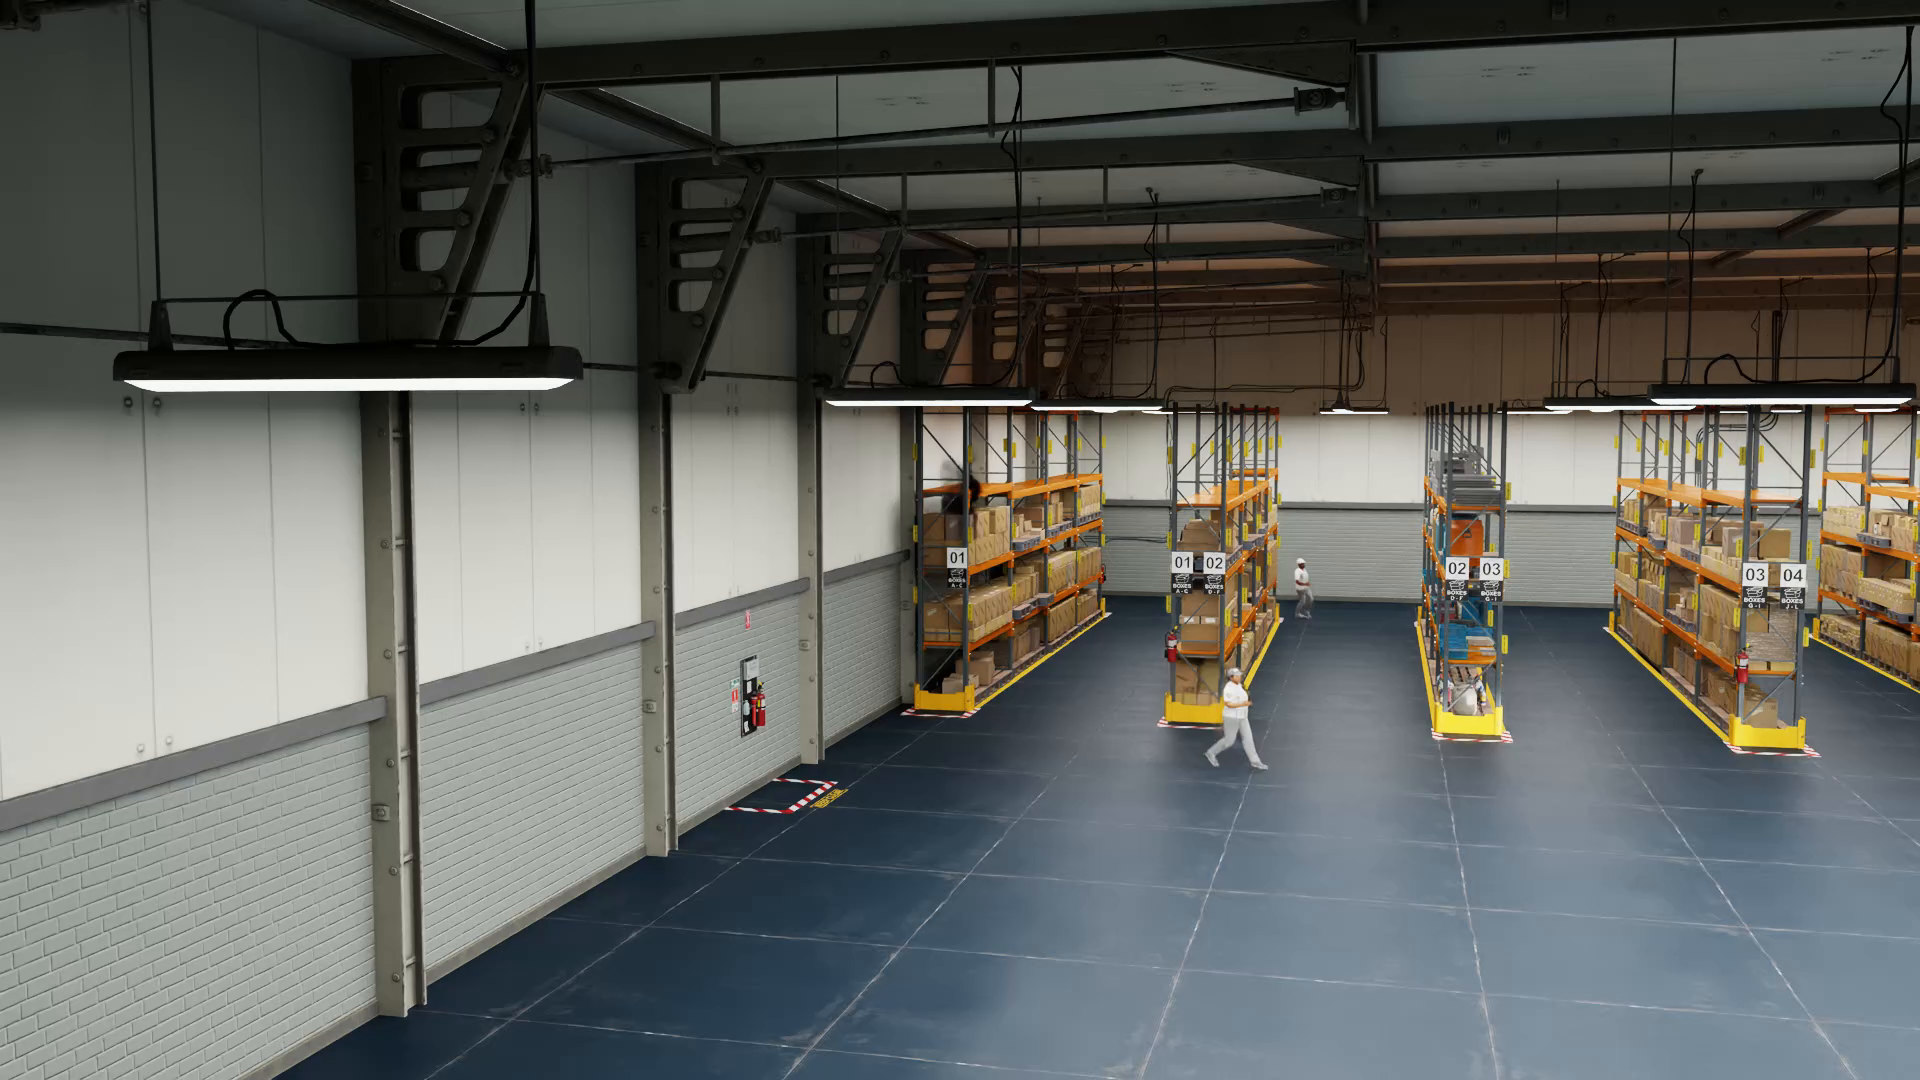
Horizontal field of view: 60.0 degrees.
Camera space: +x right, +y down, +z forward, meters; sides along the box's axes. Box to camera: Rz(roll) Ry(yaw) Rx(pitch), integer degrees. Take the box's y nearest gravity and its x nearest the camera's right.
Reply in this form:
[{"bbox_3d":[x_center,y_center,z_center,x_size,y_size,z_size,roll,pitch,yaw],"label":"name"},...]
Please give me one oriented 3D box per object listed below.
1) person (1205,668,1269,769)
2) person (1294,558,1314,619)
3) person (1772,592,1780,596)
[{"bbox_3d":[4.492,2.878,26.927,1.037,1.621,0.613,3,5,36],"label":"person"},{"bbox_3d":[9.688,1.399,47.100,0.635,1.774,0.711,4,6,43],"label":"person"},{"bbox_3d":[21.144,1.659,43.679,0.729,1.691,0.839,4,6,43],"label":"person"}]
